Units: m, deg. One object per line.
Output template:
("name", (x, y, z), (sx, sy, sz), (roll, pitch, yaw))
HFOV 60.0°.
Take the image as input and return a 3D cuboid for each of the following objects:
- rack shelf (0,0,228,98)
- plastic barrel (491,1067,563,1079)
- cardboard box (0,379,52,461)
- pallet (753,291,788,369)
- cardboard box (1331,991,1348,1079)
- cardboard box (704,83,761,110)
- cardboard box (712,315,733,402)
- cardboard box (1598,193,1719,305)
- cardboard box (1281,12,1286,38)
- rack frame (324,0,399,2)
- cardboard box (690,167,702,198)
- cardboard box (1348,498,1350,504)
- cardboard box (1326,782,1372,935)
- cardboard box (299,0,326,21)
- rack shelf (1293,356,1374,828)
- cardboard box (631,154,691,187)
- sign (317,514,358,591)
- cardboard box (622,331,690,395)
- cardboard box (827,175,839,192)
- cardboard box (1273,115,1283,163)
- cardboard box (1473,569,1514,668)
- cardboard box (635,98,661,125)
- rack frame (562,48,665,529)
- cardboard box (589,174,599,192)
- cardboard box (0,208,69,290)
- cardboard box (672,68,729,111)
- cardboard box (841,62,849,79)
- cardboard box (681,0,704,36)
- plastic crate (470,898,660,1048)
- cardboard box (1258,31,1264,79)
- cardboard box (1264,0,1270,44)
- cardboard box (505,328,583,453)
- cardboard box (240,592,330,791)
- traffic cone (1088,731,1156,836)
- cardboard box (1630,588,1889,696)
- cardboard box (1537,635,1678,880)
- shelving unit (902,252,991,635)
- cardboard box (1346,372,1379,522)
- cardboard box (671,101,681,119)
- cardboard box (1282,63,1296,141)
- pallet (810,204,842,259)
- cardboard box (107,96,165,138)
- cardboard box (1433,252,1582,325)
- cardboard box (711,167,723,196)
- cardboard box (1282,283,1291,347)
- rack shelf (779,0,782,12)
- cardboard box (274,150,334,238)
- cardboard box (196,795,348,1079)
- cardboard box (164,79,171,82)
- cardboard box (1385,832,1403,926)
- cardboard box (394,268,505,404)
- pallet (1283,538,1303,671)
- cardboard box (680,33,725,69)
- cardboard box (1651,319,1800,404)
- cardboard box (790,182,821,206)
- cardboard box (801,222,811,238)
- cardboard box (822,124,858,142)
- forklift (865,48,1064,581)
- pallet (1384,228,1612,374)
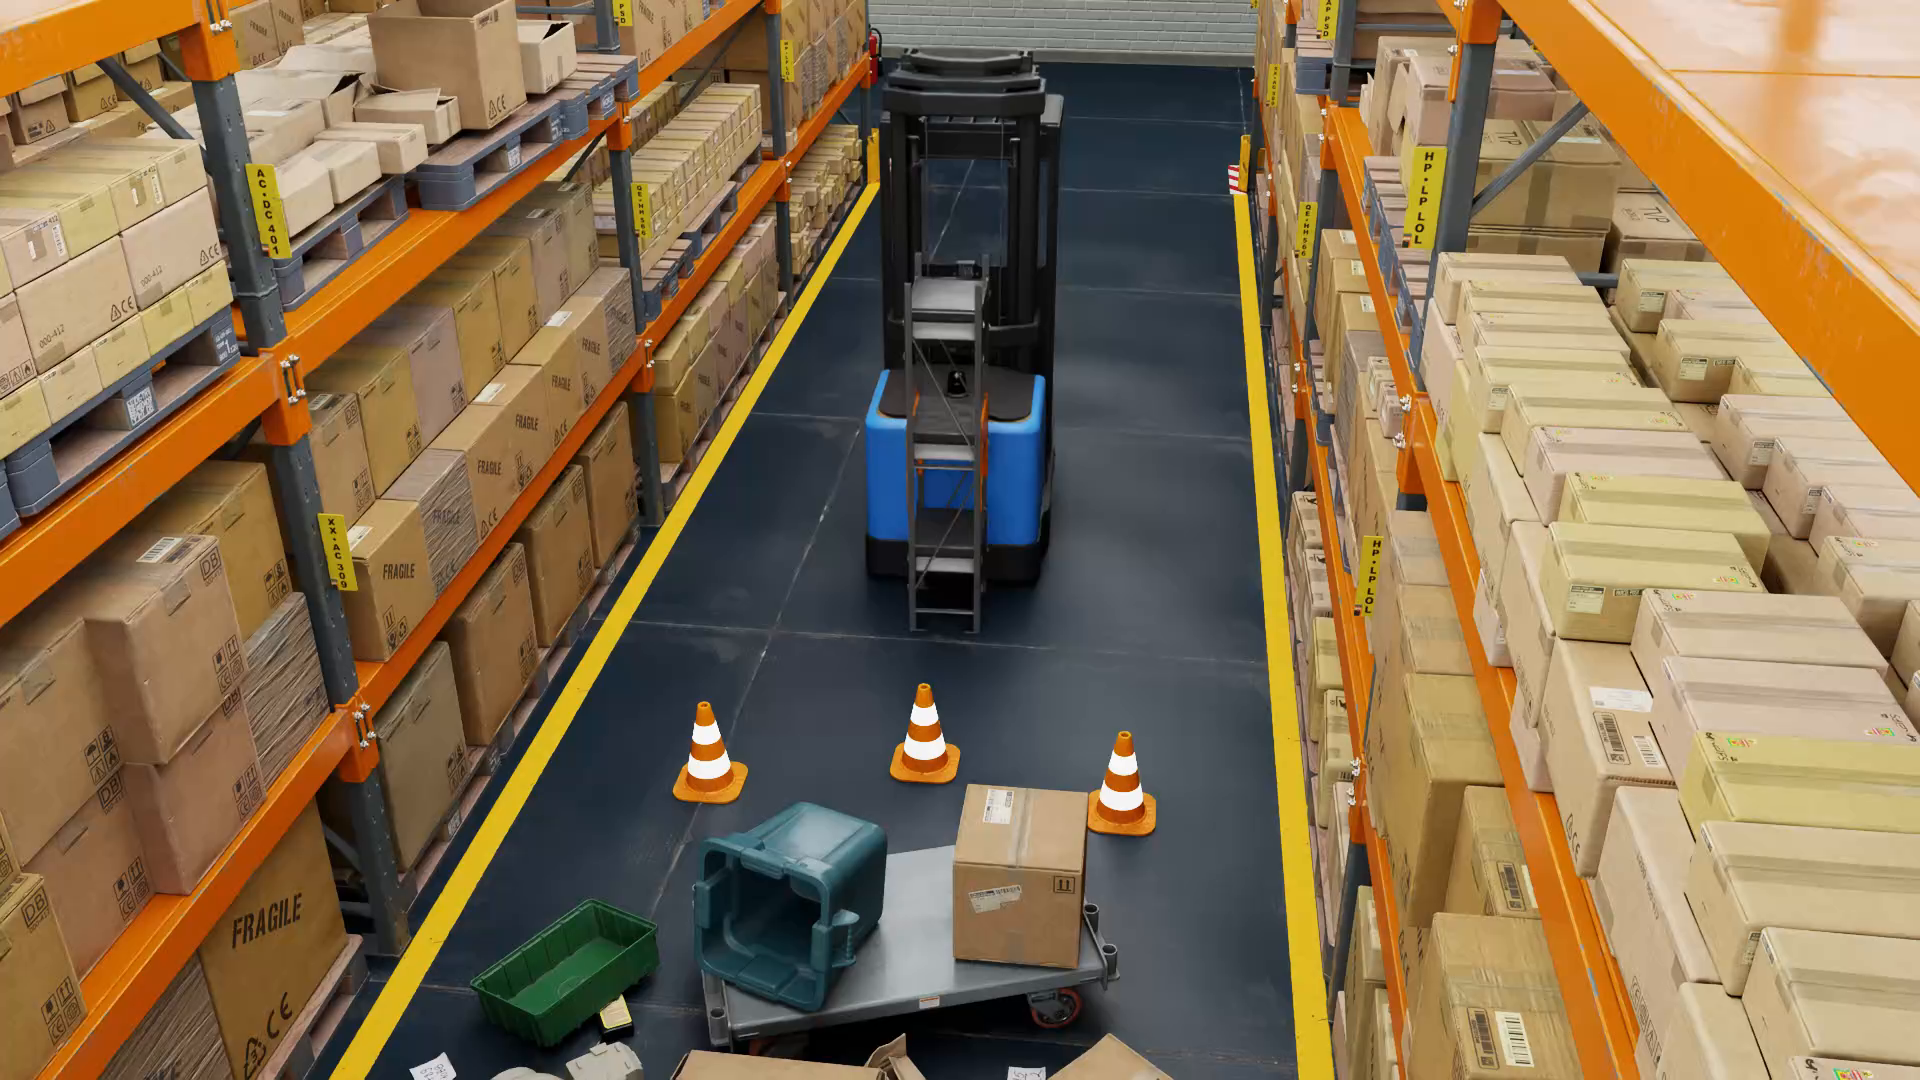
("rack shelf", (-3.151, -0.774, 3.671), (1.077, 0.370, 4.000), (3, 28, 6))
("plastic barrel", (-1.522, 2.190, 6.031), (0.421, 0.421, 0.512), (-24, 36, -37))
("cardboard box", (-2.757, -0.338, 4.561), (0.380, 0.149, 0.250), (4, 29, 7))
("pallet", (-2.020, -1.739, 13.547), (1.003, 0.211, 1.213), (3, 28, 6))
("cardboard box", (1.679, 1.960, 6.197), (0.500, 0.250, 0.500), (2, 28, 4))
("cardboard box", (-1.781, -3.469, 13.013), (0.380, 0.149, 0.250), (5, 29, 9))
("cardboard box", (-1.960, -1.331, 12.044), (0.500, 0.500, 0.500), (3, 28, 5))
("cardboard box", (2.489, -1.018, 5.822), (0.500, 0.250, 0.500), (3, 28, 5))
("cardboard box", (2.721, -4.026, 13.009), (0.380, 0.149, 0.250), (3, 28, 5))
("rack frame", (-6.346, -5.552, 17.684), (1.000, 3.000, 0.127), (3, 28, 6))
("cardboard box", (-2.001, -2.478, 11.487), (0.380, 0.149, 0.250), (3, 28, 6))
("cardboard box", (1.948, -0.139, 7.460), (0.380, 0.149, 0.250), (3, 28, 6))
("cardboard box", (2.081, 1.398, 7.113), (0.950, 0.372, 0.625), (4, 29, 7))
("cardboard box", (-6.734, -5.501, 16.645), (0.500, 0.500, 0.500), (3, 28, 5))
("rack shelf", (2.264, 0.048, 8.049), (1.077, 0.370, 4.000), (3, 28, 6))
("cardboard box", (-2.038, -2.487, 11.190), (0.380, 0.149, 0.250), (5, 29, 9))
("sign", (-2.355, 0.048, 6.294), (0.100, 0.325, 0.005), (3, 28, 6))
("cardboard box", (-2.091, -1.175, 10.963), (0.500, 0.250, 0.500), (2, 28, 4))
("cardboard box", (-1.379, -3.403, 15.945), (0.380, 0.149, 0.250), (5, 29, 9))
("cardboard box", (2.666, -3.056, 12.684), (0.500, 0.250, 0.500), (3, 28, 5))
("cardboard box", (1.493, 0.197, 4.116), (0.380, 0.149, 0.250), (3, 28, 5))
("cardboard box", (-2.493, -3.258, 12.623), (0.380, 0.149, 0.250), (4, 29, 7))
("rack frame", (-2.416, -1.450, 10.071), (1.000, 3.000, 0.127), (3, 28, 6))
("cardboard box", (-2.683, -2.399, 11.341), (0.380, 0.149, 0.250), (3, 28, 6))
("cardboard box", (-2.728, -0.812, 4.600), (0.380, 0.149, 0.250), (4, 29, 7))
("cardboard box", (-2.147, -3.752, 13.925), (0.500, 0.500, 0.500), (3, 28, 6))
("cardboard box", (-1.287, -4.580, 16.146), (0.380, 0.149, 0.250), (4, 29, 8))
("cardboard box", (-1.971, -3.540, 10.681), (0.500, 0.500, 0.500), (3, 28, 6))
("plastic crate", (-1.627, 1.803, 6.936), (0.450, 0.188, 0.662), (9, 28, 37))
("cardboard box", (3.111, -4.571, 15.758), (0.500, 0.500, 0.500), (3, 28, 5))
("cardboard box", (3.036, -4.764, 15.063), (0.500, 0.500, 0.500), (3, 28, 6))
("cardboard box", (-2.328, -0.797, 8.753), (0.500, 0.500, 0.500), (3, 28, 5))
("cardboard box", (-2.939, 0.541, 6.217), (0.875, 0.550, 0.550), (3, 28, 6))
("traffic cone", (0.782, 1.125, 7.967), (0.336, 0.463, 0.334), (3, 28, 6))
("cardboard box", (1.538, 0.225, 3.223), (0.380, 0.149, 0.250), (3, 28, 5))
("cardboard box", (1.446, 0.432, 3.259), (0.500, 0.250, 0.500), (4, 29, 8))
("shelving unit", (-0.066, -0.507, 9.269), (0.431, 2.100, 0.503), (2, 28, 4))
("cardboard box", (1.977, -0.394, 7.249), (0.500, 0.500, 0.500), (4, 29, 8))
("cardboard box", (-2.430, -3.380, 13.161), (0.380, 0.149, 0.250), (4, 29, 7))
("cardboard box", (2.625, -3.146, 12.059), (0.500, 0.500, 0.500), (3, 28, 6))
("pallet", (-1.732, -3.000, 15.887), (1.003, 0.211, 1.213), (3, 28, 6))
("cardboard box", (-6.690, -3.244, 13.296), (0.500, 0.500, 0.500), (4, 29, 8))
("cardboard box", (1.657, -0.759, 5.050), (0.380, 0.149, 0.250), (3, 28, 5))
("cardboard box", (-1.934, -2.595, 12.019), (0.380, 0.149, 0.250), (5, 29, 8))
("cardboard box", (3.003, -2.046, 12.975), (0.875, 0.875, 0.875), (4, 29, 8))
("rack shelf", (-1.681, -5.278, 14.773), (1.077, 0.370, 4.000), (3, 28, 6))
("cardboard box", (-2.584, -1.327, 6.274), (0.258, 0.266, 0.396), (3, 28, 5))
("cardboard box", (-3.052, 1.475, 6.439), (0.875, 0.875, 0.875), (4, 29, 7))
("cardboard box", (-7.042, -3.957, 14.569), (0.500, 0.250, 0.500), (3, 28, 5))
("cardboard box", (1.650, 0.926, 5.241), (0.500, 0.500, 0.500), (3, 28, 6))
("cardboard box", (-2.664, -1.003, 8.082), (0.700, 0.500, 0.500), (3, 28, 6))
("pallet", (2.412, 0.385, 9.604), (1.003, 0.211, 1.213), (3, 28, 6))
("cardboard box", (-2.136, -4.185, 13.675), (0.500, 0.500, 0.500), (2, 28, 4))
("cardboard box", (2.121, -0.482, 4.536), (0.380, 0.149, 0.250), (4, 29, 7))
("cardboard box", (-1.482, -3.162, 15.185), (0.380, 0.149, 0.250), (4, 29, 7))
("cardboard box", (-1.569, -2.783, 15.109), (0.380, 0.149, 0.250), (3, 28, 5))
("cardboard box", (-1.249, -4.144, 17.007), (0.380, 0.149, 0.250), (4, 29, 7))
("forklift", (0.078, -1.714, 10.634), (1.130, 2.935, 3.031), (2, 28, 4))
("pallet", (2.201, -0.850, 5.992), (1.213, 0.211, 1.003), (3, 28, 6))
